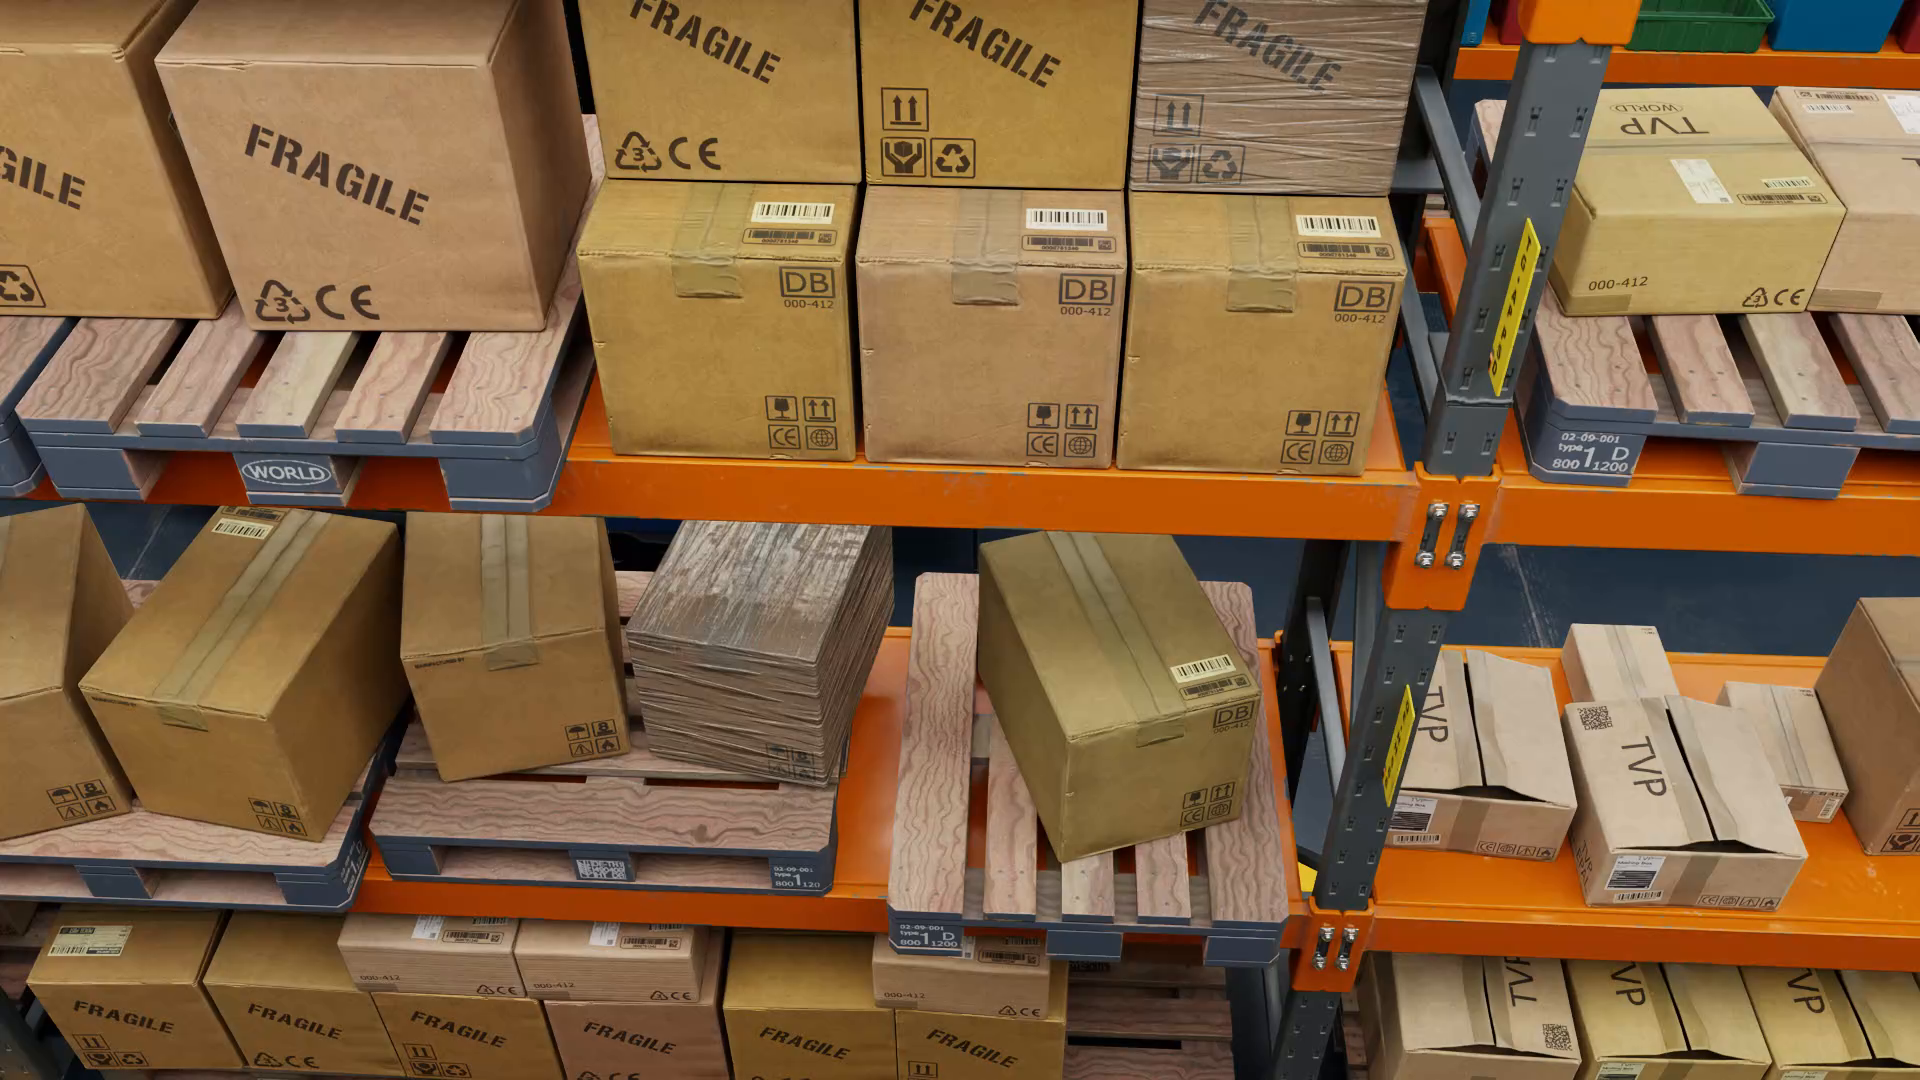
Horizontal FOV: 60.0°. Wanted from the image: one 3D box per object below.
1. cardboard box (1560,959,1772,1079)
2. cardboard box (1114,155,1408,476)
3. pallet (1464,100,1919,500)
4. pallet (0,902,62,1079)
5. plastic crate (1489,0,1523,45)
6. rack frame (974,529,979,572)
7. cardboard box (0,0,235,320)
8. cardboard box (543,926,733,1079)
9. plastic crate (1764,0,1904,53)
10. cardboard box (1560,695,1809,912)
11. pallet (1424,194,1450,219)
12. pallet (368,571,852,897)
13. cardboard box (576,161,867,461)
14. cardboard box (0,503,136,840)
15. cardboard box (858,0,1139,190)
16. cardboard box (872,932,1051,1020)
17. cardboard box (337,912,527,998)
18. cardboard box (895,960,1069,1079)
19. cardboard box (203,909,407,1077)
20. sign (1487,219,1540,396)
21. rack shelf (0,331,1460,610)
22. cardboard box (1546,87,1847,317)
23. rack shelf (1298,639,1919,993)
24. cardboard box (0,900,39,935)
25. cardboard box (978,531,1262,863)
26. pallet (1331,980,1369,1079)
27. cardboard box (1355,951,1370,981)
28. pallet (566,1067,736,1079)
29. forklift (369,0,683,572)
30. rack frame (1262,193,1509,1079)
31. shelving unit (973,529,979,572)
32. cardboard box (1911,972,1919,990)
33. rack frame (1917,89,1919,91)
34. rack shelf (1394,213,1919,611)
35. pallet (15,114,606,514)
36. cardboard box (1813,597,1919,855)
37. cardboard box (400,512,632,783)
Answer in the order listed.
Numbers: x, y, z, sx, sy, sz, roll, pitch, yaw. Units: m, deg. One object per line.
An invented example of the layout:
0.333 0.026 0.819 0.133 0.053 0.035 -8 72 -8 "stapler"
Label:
2.059 1.374 4.957 0.500 0.311 0.500 1 43 1 "cardboard box"
0.586 -0.624 3.531 0.500 0.500 0.910 2 43 2 "cardboard box"
1.706 -0.568 3.682 1.003 0.211 1.213 4 43 4 "pallet"
-3.658 1.376 5.703 1.213 0.211 1.003 2 43 2 "pallet"
2.851 -2.638 7.919 0.583 0.464 0.402 2 43 2 "plastic crate"
0.078 -0.766 6.617 0.015 2.100 0.400 2 43 2 "rack frame"
-1.804 -0.876 3.420 0.600 0.600 0.600 1 43 1 "cardboard box"
-0.963 1.357 5.189 0.500 0.500 0.500 0 43 0 "cardboard box"
4.130 -2.566 7.901 0.575 0.384 0.392 2 43 2 "plastic crate"
1.908 0.692 4.457 0.500 0.311 0.500 1 43 1 "cardboard box"
2.023 -1.802 9.115 1.213 0.211 1.003 2 43 2 "pallet"
-0.919 0.514 4.724 1.213 0.211 1.003 2 43 2 "pallet"
-0.443 -0.656 3.565 0.500 0.500 0.910 2 43 2 "cardboard box"
-2.509 0.354 4.373 0.500 0.500 0.700 -12 44 -12 "cardboard box"
0.079 -1.033 3.236 0.500 0.500 0.500 2 43 2 "cardboard box"
0.022 1.112 4.902 0.500 0.250 0.500 3 43 4 "cardboard box"
-1.501 1.068 4.949 0.500 0.250 0.500 2 43 2 "cardboard box"
0.079 1.385 5.159 0.500 0.500 0.500 3 43 4 "cardboard box"
-1.967 1.321 5.228 0.500 0.500 0.500 2 43 2 "cardboard box"
0.997 -0.417 3.002 0.005 0.325 0.100 2 43 2 "sign"
-0.974 -0.395 3.886 4.000 0.370 1.077 2 43 2 "rack shelf"
1.480 -0.720 3.509 0.500 0.250 0.500 -1 43 -1 "cardboard box"
3.022 0.825 4.777 4.000 0.370 1.077 2 43 2 "rack shelf"
-3.382 1.040 5.668 0.500 0.311 0.500 2 43 2 "cardboard box"
0.390 0.368 4.359 0.500 0.500 0.700 -12 44 -12 "cardboard box"
1.844 1.573 5.492 1.213 0.211 1.003 2 43 2 "pallet"
1.560 1.203 5.553 0.500 0.250 0.500 3 43 3 "cardboard box"
-0.936 1.433 5.643 1.213 0.211 1.003 2 43 2 "pallet"
-1.976 -1.288 6.567 3.031 2.935 1.130 5 43 6 "forklift"
1.024 0.500 4.598 0.127 3.000 1.000 2 43 2 "rack frame"
-0.165 -0.773 6.625 0.503 2.100 0.431 2 43 2 "shelving unit"
3.082 1.407 4.922 0.500 0.311 0.500 1 43 1 "cardboard box"
5.246 -2.750 8.086 0.127 3.000 1.000 2 43 2 "rack frame"
3.022 -0.272 3.754 4.000 0.370 1.077 2 43 2 "rack shelf"
-1.288 -0.554 3.666 1.003 0.211 1.213 2 43 2 "pallet"
2.701 0.504 4.520 0.500 0.500 0.500 0 43 0 "cardboard box"
-1.205 0.200 4.539 0.500 0.500 0.700 -8 44 -9 "cardboard box"
